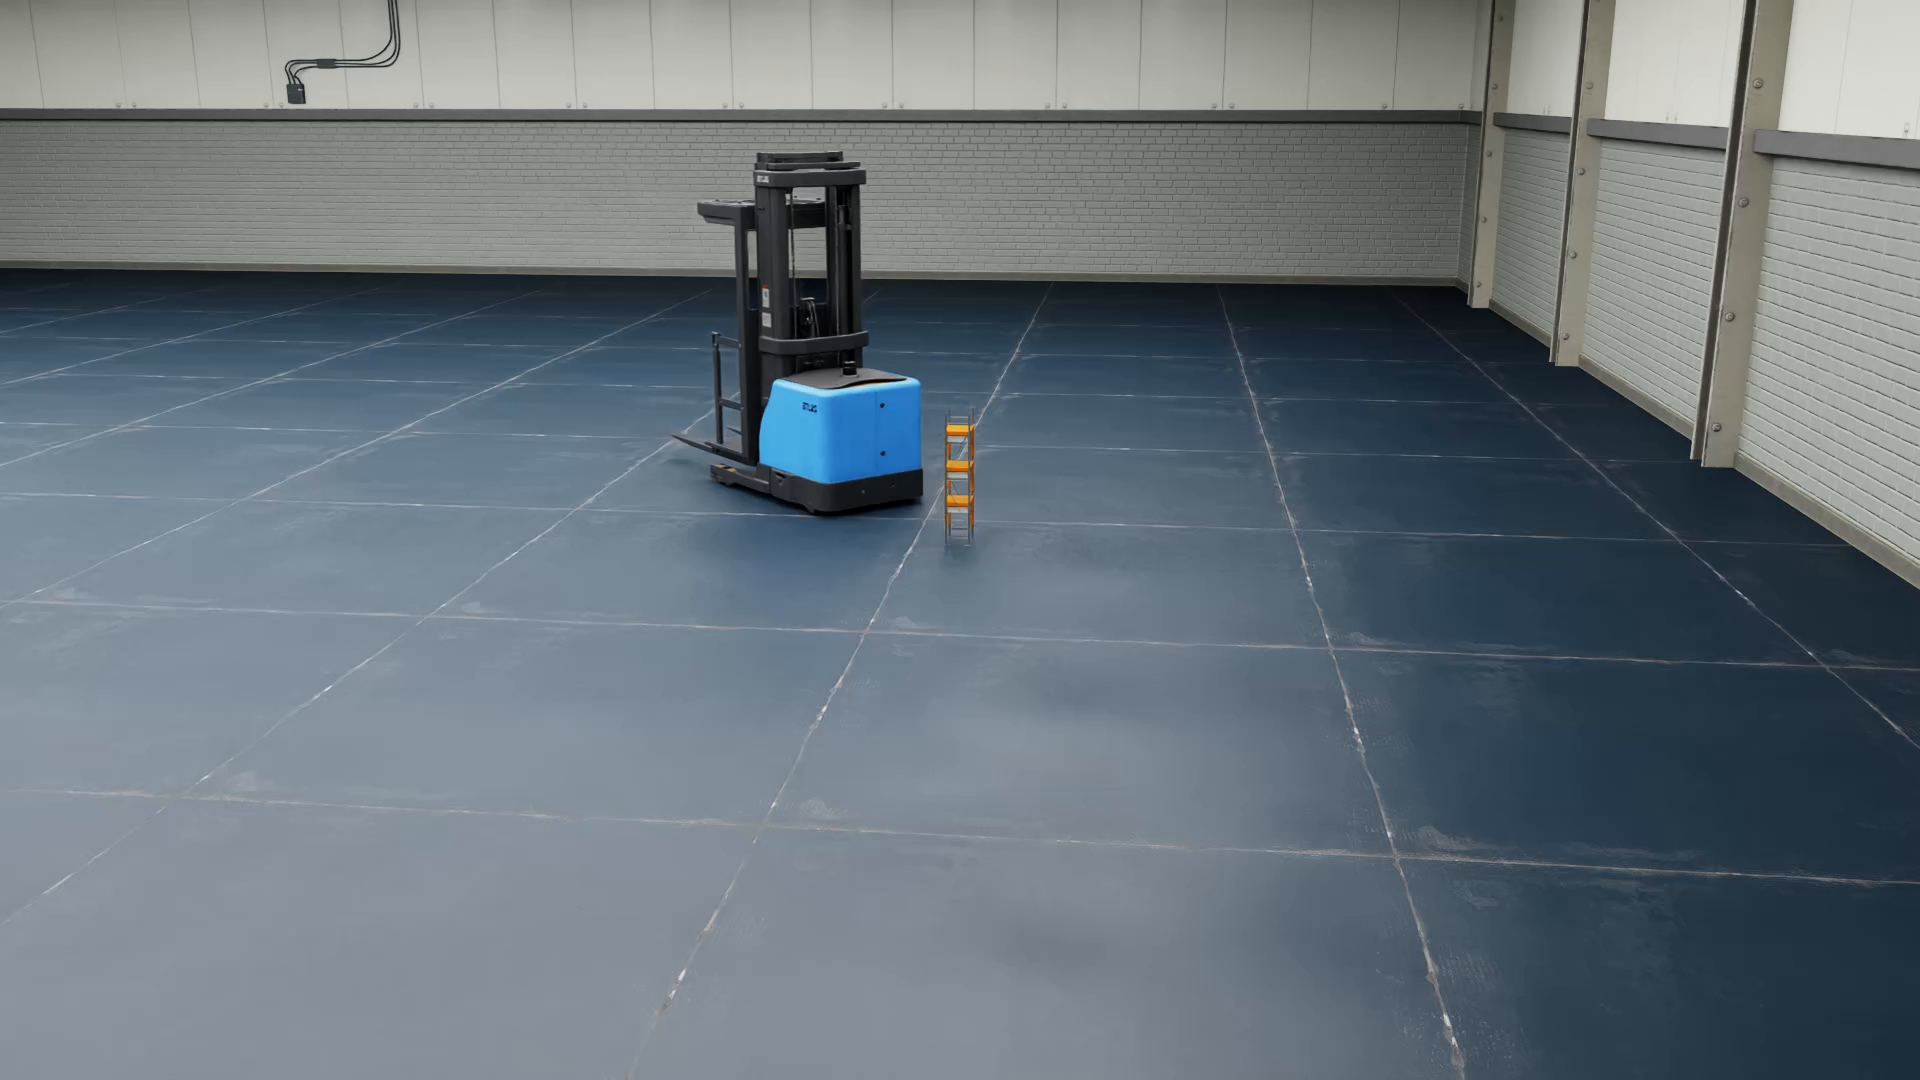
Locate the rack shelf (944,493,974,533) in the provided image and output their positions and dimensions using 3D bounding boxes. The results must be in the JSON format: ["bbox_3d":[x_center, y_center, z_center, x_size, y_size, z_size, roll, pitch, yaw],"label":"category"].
[{"bbox_3d":[-0.006,-0.214,13.049,0.215,0.259,0.240,2,15,6],"label":"rack shelf"}]

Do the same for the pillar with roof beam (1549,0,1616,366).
[{"bbox_3d":[3.597,-6.765,20.942,9.100,9.000,0.400,2,15,6],"label":"pillar with roof beam"}]

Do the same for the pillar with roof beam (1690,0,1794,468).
[{"bbox_3d":[2.920,-5.209,15.187,9.100,9.000,0.400,2,15,6],"label":"pillar with roof beam"}]

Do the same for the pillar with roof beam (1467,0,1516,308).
[{"bbox_3d":[4.274,-8.321,26.697,9.100,9.000,0.400,2,15,6],"label":"pillar with roof beam"}]

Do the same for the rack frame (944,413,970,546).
[{"bbox_3d":[-0.020,-0.461,12.857,0.200,1.050,0.008,2,15,6],"label":"rack frame"}]

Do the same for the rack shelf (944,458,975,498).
[{"bbox_3d":[-0.006,-0.483,12.976,0.215,0.259,0.240,2,15,6],"label":"rack shelf"}]

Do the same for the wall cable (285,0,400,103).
[{"bbox_3d":[-11.670,-11.206,30.848,2.305,6.003,0.169,2,15,6],"label":"wall cable"}]

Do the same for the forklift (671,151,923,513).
[{"bbox_3d":[-1.611,-1.963,14.807,1.130,2.935,3.031,-11,19,-36],"label":"forklift"}]

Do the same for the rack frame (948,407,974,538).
[{"bbox_3d":[0.008,-0.525,13.091,0.200,1.050,0.008,2,15,6],"label":"rack frame"}]

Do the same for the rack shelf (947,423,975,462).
[{"bbox_3d":[-0.006,-0.757,12.902,0.215,0.259,0.240,2,15,6],"label":"rack shelf"}]

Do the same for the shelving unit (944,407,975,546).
[{"bbox_3d":[-0.006,-0.493,12.974,0.215,1.050,0.252,2,15,6],"label":"shelving unit"}]
